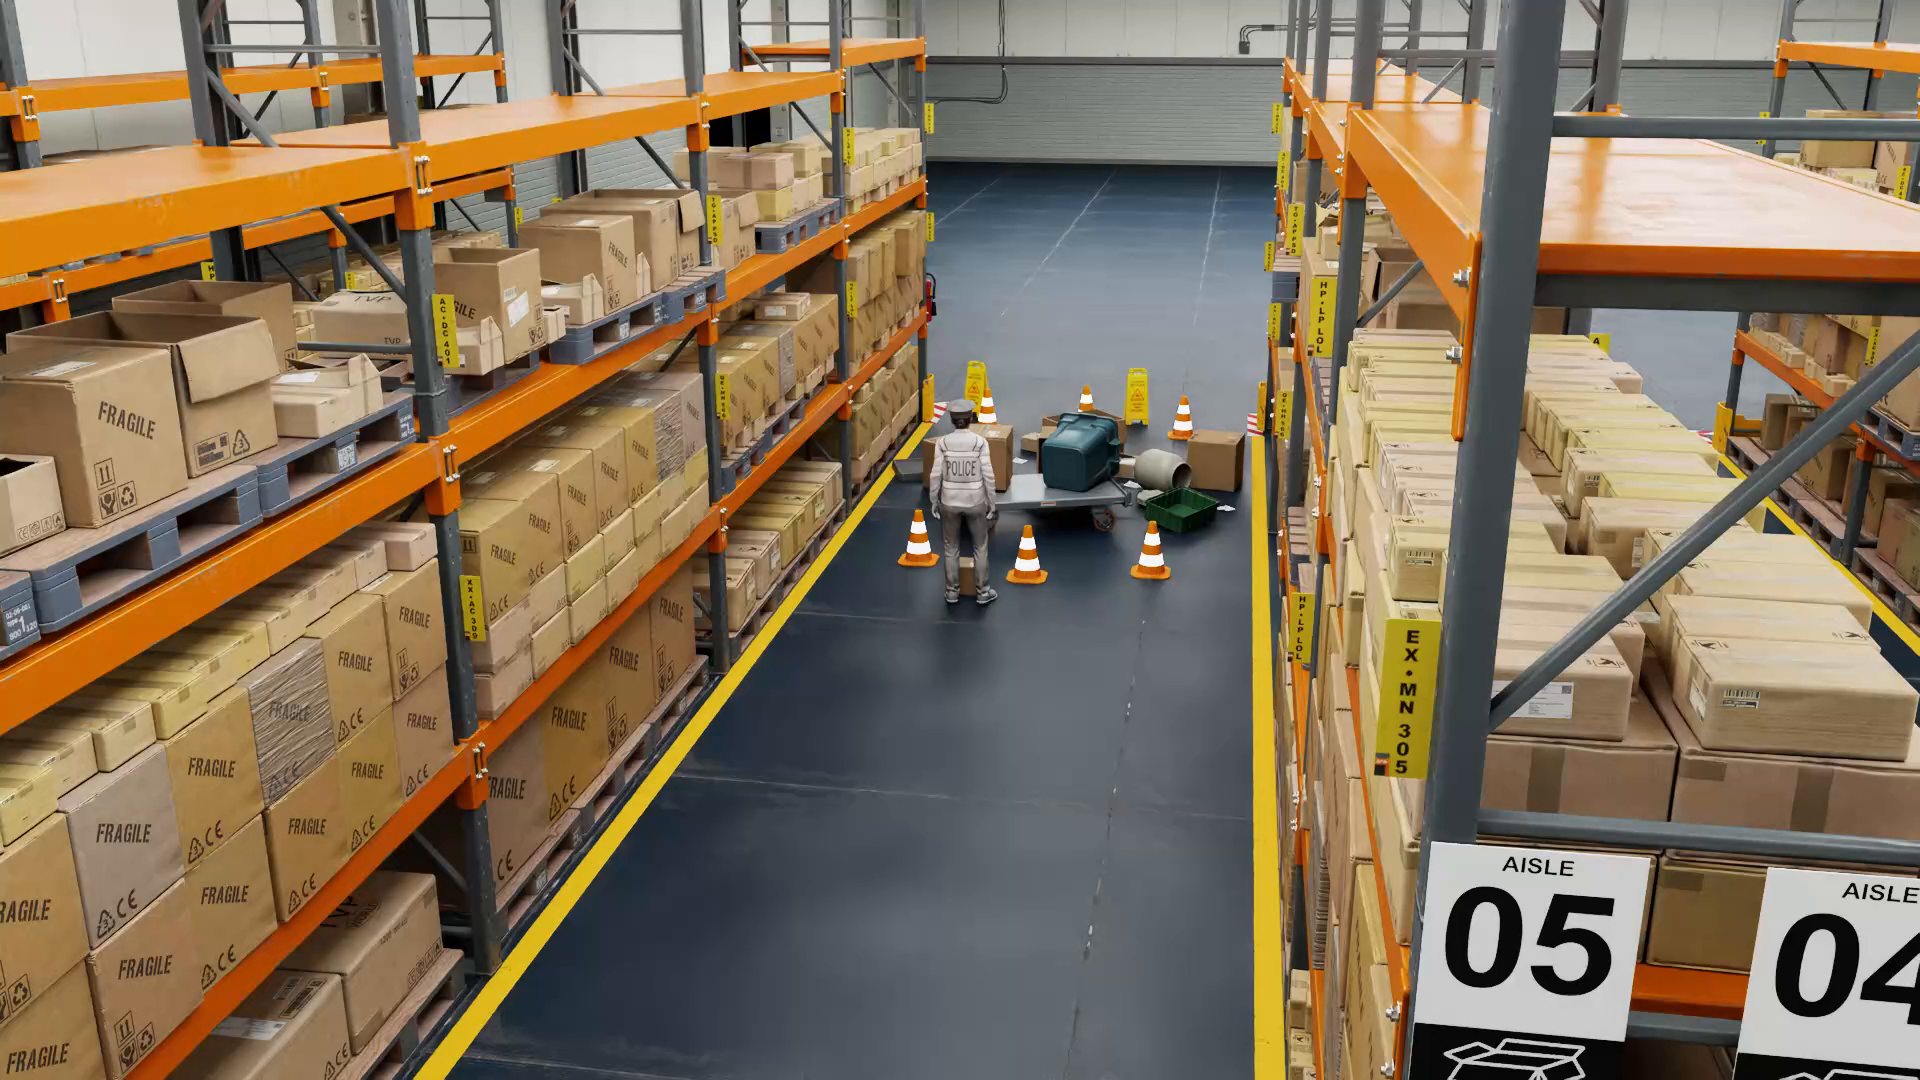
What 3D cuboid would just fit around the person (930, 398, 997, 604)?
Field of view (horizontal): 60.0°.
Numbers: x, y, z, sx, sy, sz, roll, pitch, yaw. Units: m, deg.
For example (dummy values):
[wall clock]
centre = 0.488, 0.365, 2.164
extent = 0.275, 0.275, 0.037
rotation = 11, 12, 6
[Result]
[person]
centre = 0.026, -0.295, 13.452
extent = 0.547, 1.666, 0.370
rotation = 2, 18, 6
